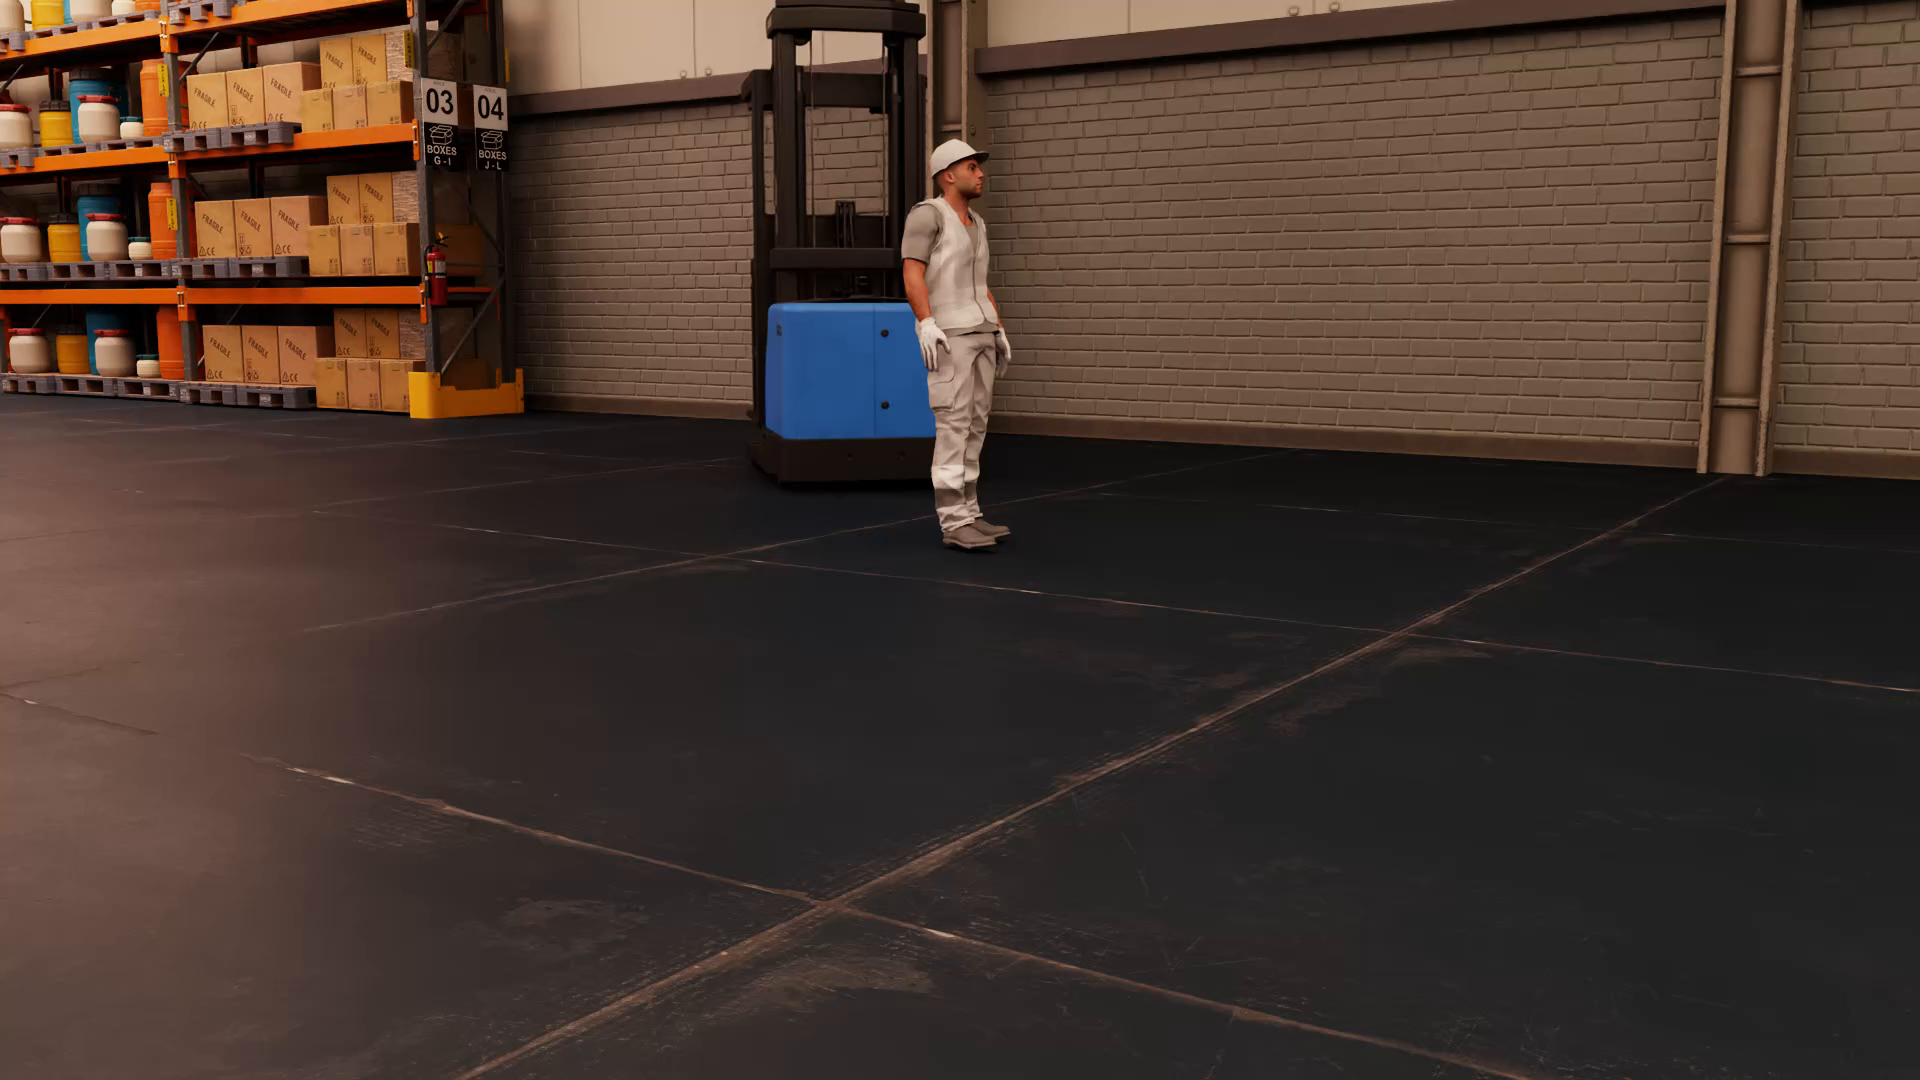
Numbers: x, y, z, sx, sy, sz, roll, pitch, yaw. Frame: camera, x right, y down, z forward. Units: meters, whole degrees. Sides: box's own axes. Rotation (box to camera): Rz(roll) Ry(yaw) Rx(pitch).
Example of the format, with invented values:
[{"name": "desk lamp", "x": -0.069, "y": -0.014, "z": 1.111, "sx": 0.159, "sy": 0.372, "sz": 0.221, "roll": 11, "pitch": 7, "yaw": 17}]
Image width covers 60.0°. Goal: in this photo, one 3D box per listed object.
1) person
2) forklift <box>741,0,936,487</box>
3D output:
[{"name": "person", "x": 0.060, "y": -0.885, "z": 7.423, "sx": 0.564, "sy": 1.787, "sz": 0.638, "roll": 5, "pitch": 10, "yaw": 34}, {"name": "forklift", "x": -0.813, "y": -1.928, "z": 10.754, "sx": 1.130, "sy": 2.935, "sz": 3.031, "roll": -2, "pitch": 8, "yaw": -13}]
